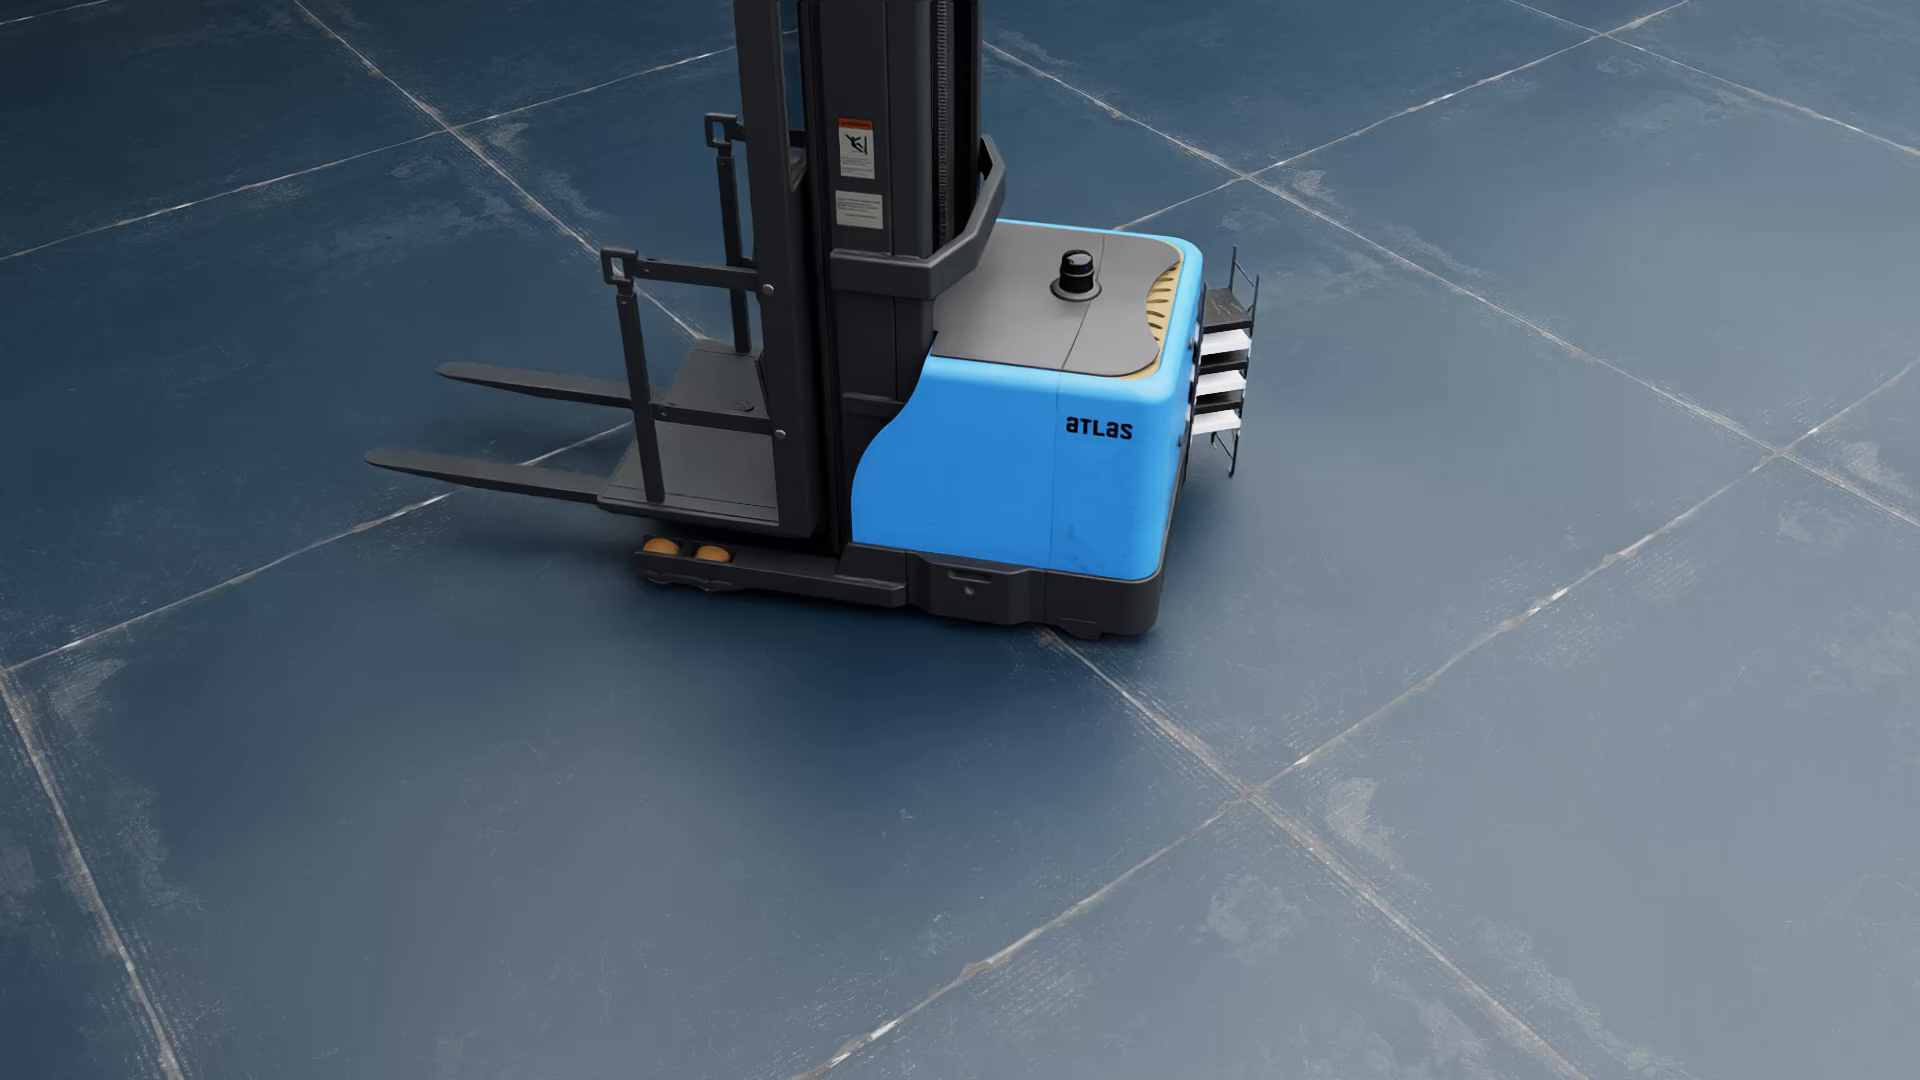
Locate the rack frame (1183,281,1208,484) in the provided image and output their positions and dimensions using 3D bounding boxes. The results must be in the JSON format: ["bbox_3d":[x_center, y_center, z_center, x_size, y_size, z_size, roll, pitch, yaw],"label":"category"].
[{"bbox_3d":[0.853,-0.641,6.321,0.006,0.900,0.240,-10,40,-12],"label":"rack frame"}]

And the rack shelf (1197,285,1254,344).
[{"bbox_3d":[0.951,-0.840,6.191,0.200,0.077,0.258,-10,40,-12],"label":"rack shelf"}]

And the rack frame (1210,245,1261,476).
[{"bbox_3d":[1.049,-0.674,6.362,0.006,0.900,0.240,-10,40,-12],"label":"rack frame"}]

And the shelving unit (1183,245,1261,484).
[{"bbox_3d":[0.951,-0.657,6.341,0.210,0.900,0.258,-10,40,-12],"label":"shelving unit"}]

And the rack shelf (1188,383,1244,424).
[{"bbox_3d":[0.951,-0.562,6.420,0.200,0.077,0.258,-10,40,-12],"label":"rack shelf"}]

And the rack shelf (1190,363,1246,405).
[{"bbox_3d":[0.951,-0.631,6.363,0.200,0.077,0.258,-10,40,-12],"label":"rack shelf"}]

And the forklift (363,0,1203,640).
[{"bbox_3d":[-0.705,-1.266,5.482,3.031,2.935,1.130,8,40,10],"label":"forklift"}]

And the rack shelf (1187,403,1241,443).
[{"bbox_3d":[0.951,-0.492,6.477,0.200,0.077,0.258,-10,40,-12],"label":"rack shelf"}]

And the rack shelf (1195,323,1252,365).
[{"bbox_3d":[0.951,-0.771,6.248,0.200,0.077,0.258,-10,40,-12],"label":"rack shelf"}]

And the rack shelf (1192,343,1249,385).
[{"bbox_3d":[0.951,-0.701,6.306,0.200,0.077,0.258,-10,40,-12],"label":"rack shelf"}]
